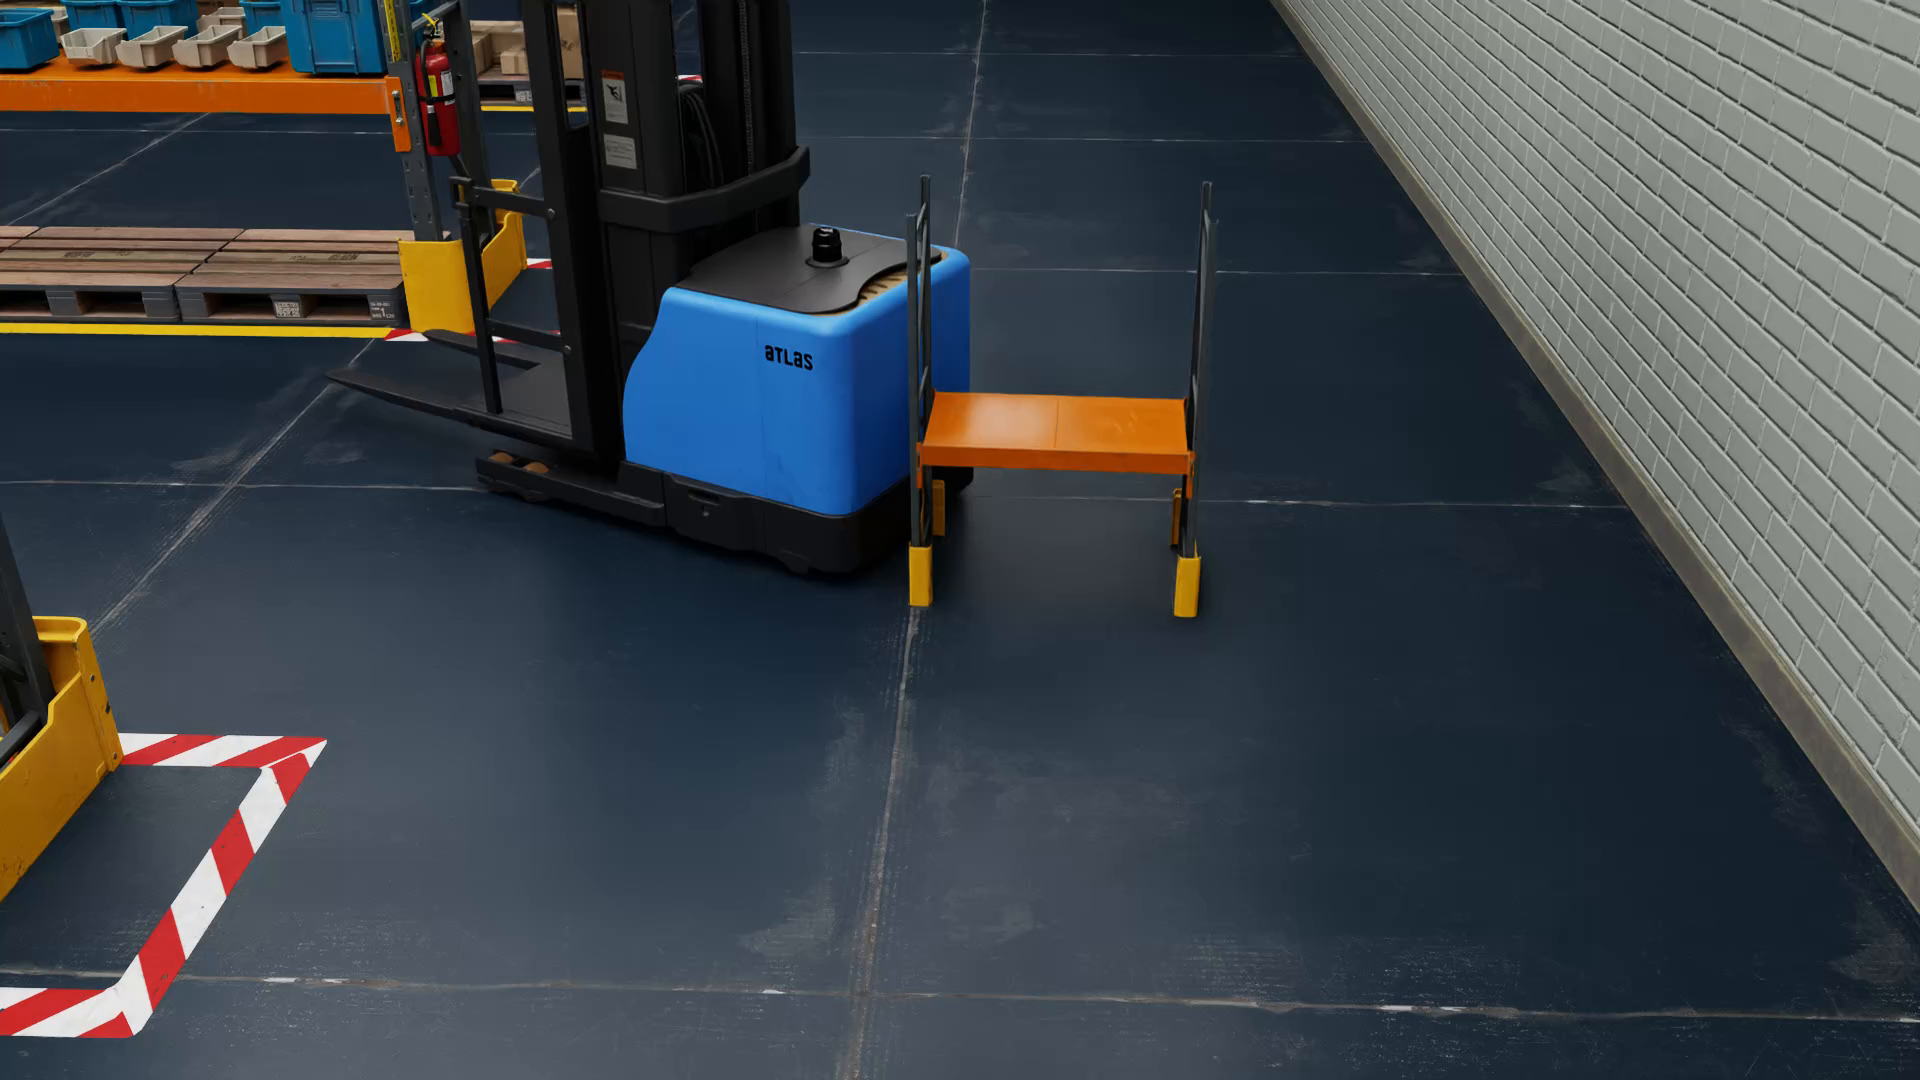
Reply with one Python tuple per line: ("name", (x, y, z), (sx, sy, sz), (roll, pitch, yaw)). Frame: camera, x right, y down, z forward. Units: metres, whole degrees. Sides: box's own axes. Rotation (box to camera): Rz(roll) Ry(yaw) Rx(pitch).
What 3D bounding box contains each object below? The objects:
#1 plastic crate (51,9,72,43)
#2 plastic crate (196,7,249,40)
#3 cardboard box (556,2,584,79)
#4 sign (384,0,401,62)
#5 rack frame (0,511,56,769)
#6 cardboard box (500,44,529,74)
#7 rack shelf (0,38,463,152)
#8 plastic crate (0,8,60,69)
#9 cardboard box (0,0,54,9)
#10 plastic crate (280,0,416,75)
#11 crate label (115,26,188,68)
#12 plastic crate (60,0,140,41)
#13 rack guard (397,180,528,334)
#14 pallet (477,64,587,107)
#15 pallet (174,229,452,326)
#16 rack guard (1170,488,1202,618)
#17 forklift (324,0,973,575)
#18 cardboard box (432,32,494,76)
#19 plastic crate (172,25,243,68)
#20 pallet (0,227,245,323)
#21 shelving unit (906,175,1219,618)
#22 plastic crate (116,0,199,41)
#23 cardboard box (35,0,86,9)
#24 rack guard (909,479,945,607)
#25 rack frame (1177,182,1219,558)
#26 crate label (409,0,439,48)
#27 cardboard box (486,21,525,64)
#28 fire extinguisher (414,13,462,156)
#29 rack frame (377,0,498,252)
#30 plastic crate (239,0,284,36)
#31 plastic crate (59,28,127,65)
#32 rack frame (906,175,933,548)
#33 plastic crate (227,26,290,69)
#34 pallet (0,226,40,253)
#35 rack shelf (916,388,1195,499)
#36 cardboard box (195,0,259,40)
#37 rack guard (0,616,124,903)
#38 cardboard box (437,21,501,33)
("plastic crate", (-5.006, -2.775, 9.000), (0.466, 0.136, 0.293), (1, 28, 2))
("plastic crate", (-3.990, -2.810, 9.067), (0.298, 0.136, 0.250), (1, 28, 2))
("cardboard box", (-3.133, -3.989, 13.272), (0.500, 0.500, 0.500), (1, 28, 2))
("sign", (-2.763, -2.501, 8.092), (0.005, 0.325, 0.100), (1, 28, 2))
("rack frame", (-2.934, -0.369, 4.243), (0.127, 3.000, 1.000), (1, 28, 2))
("cardboard box", (-3.534, -3.891, 13.442), (0.250, 0.166, 0.380), (1, 28, 2))
("rack shelf", (-4.758, -2.402, 8.847), (4.000, 0.370, 1.077), (1, 28, 2))
("plastic crate", (-4.821, -2.553, 8.479), (0.300, 0.233, 0.416), (1, 28, 2))
("cardboard box", (-7.575, -4.048, 13.382), (0.500, 0.500, 0.500), (1, 28, 2))
("plastic crate", (-3.101, -2.647, 8.439), (0.499, 0.435, 0.616), (1, 28, 2))
("crate label", (-4.149, -2.530, 8.538), (0.243, 0.136, 0.396), (1, 28, 2))
("plastic crate", (-4.610, -2.824, 8.990), (0.300, 0.233, 0.416), (1, 28, 2))
("rack guard", (-2.735, -1.588, 9.212), (0.348, 0.500, 1.175), (1, 28, 2))
("pallet", (-3.454, -3.787, 13.669), (1.213, 0.211, 1.003), (1, 28, 2))
("pallet", (-3.582, -1.487, 9.329), (1.213, 0.211, 1.003), (1, 28, 2))
("rack guard", (0.866, 0.043, 6.401), (0.087, 0.250, 0.587), (2, 28, 4))
("forklift", (-1.479, -1.652, 6.738), (3.031, 2.935, 1.130), (15, 31, 26))
("cardboard box", (-4.081, -3.908, 13.386), (0.500, 0.250, 0.500), (1, 28, 2))
("plastic crate", (-3.870, -2.537, 8.551), (0.243, 0.136, 0.396), (1, 28, 2))
("pallet", (-4.798, -1.508, 9.370), (1.213, 0.211, 1.003), (1, 28, 2))
("shelving unit", (0.370, -0.528, 6.145), (1.083, 1.500, 0.587), (2, 28, 4))
("plastic crate", (-4.310, -2.820, 8.981), (0.300, 0.233, 0.416), (1, 28, 2))
("cardboard box", (-7.082, -4.036, 13.359), (0.500, 0.500, 0.500), (1, 28, 2))
("rack guard", (-0.126, 0.005, 6.474), (0.087, 0.250, 0.587), (2, 28, 4))
("rack frame", (0.868, -0.509, 6.109), (0.032, 1.500, 0.500), (2, 28, 4))
("crate label", (-2.994, -2.798, 8.940), (0.303, 0.233, 0.416), (1, 28, 2))
("cardboard box", (-3.614, -4.135, 13.814), (0.500, 0.250, 0.500), (1, 28, 2))
("fire extinguisher", (-2.625, -2.273, 8.316), (0.183, 0.674, 0.296), (1, 28, 2))
("rack frame", (-2.759, -2.687, 8.616), (0.127, 3.000, 1.000), (1, 28, 2))
("plastic crate", (-3.652, -2.809, 8.960), (0.300, 0.233, 0.416), (1, 28, 2))
("plastic crate", (-4.446, -2.527, 8.531), (0.250, 0.136, 0.298), (1, 28, 2))
("rack frame", (-0.146, -0.548, 6.183), (0.032, 1.500, 0.500), (2, 28, 4))
("plastic crate", (-3.581, -2.526, 8.529), (0.243, 0.136, 0.396), (1, 28, 2))
("pallet", (-6.021, -1.527, 9.405), (1.213, 0.211, 1.003), (1, 28, 2))
("rack shelf", (0.361, -0.370, 6.230), (1.000, 0.185, 0.538), (2, 28, 4))
("cardboard box", (-5.999, -4.285, 13.830), (0.500, 0.500, 0.500), (1, 28, 2))
("rack guard", (-2.910, 0.736, 4.828), (0.348, 0.500, 1.175), (1, 28, 2))
("cardboard box", (-4.114, -4.143, 13.829), (0.500, 0.250, 0.500), (1, 28, 2))
